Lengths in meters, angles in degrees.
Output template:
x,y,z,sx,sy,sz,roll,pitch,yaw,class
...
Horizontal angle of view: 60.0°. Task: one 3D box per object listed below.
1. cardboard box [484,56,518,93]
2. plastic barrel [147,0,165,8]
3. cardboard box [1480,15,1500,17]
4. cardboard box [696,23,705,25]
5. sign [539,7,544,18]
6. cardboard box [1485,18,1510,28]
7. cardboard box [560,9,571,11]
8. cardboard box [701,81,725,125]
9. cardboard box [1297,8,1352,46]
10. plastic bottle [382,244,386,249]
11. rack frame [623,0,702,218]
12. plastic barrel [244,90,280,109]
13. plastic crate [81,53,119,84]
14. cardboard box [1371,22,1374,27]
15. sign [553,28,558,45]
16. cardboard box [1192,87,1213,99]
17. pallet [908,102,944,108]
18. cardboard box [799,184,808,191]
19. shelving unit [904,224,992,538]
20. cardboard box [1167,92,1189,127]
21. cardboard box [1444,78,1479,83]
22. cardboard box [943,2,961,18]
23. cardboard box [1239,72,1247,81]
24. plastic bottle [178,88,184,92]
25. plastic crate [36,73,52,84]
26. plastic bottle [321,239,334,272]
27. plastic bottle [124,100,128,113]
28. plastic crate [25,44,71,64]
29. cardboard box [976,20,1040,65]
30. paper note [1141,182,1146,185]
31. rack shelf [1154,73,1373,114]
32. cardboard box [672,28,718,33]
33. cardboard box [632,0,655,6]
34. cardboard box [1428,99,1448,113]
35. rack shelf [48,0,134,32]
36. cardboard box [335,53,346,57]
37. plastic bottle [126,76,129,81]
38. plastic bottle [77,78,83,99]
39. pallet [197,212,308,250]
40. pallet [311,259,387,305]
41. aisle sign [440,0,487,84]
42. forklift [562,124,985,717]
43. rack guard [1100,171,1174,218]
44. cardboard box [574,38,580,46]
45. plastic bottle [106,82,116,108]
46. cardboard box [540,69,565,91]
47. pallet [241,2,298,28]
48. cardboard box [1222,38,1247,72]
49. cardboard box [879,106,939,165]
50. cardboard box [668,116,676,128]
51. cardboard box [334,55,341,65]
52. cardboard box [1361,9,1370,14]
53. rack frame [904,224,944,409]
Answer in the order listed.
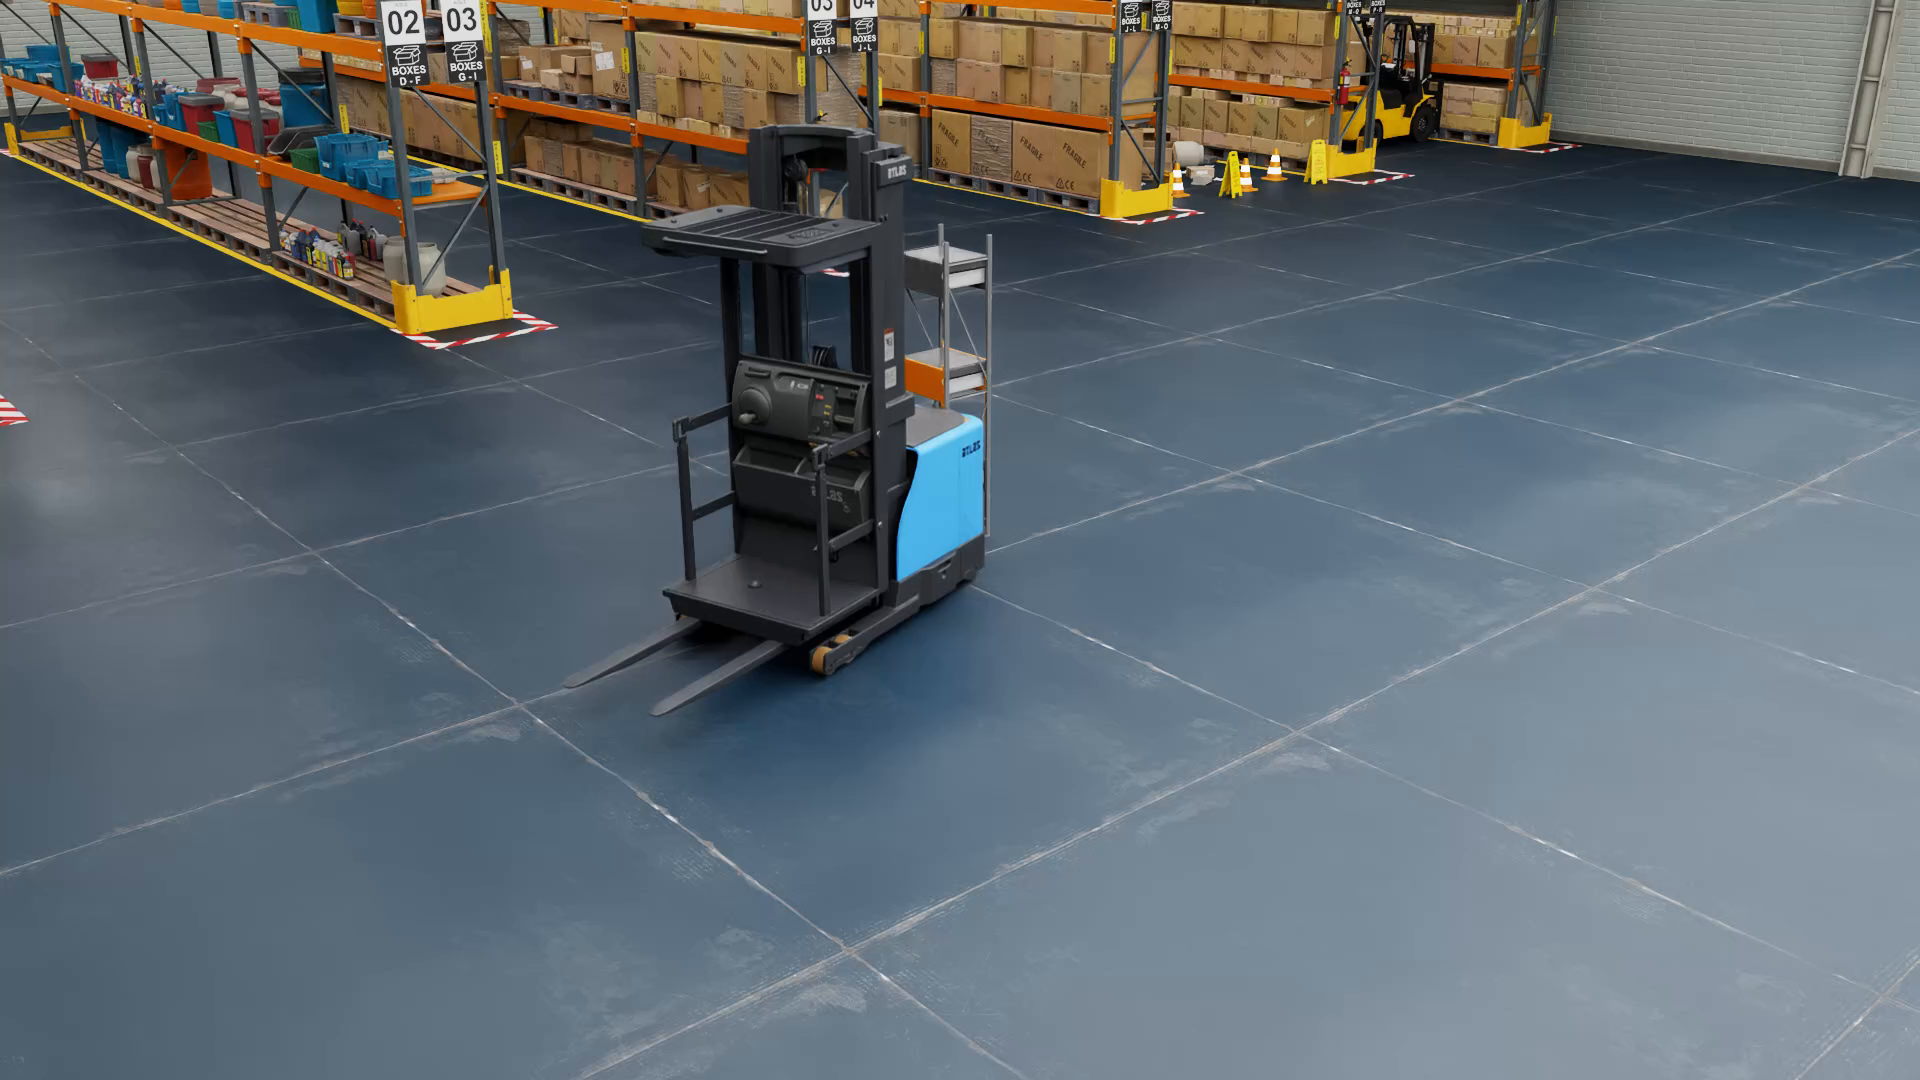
x,y,z,sx,sy,sz,roll,pitch,yaw,class
-7.115,-7.148,25.485,0.500,0.500,0.500,-16,27,-36,cardboard box
-9.985,-7.197,20.946,0.600,0.901,0.600,0,21,0,plastic barrel
9.347,-9.209,29.448,0.380,0.149,0.250,-17,27,-37,cardboard box
-4.639,-9.063,29.462,0.380,0.149,0.250,-16,27,-36,cardboard box
-8.414,-10.661,33.404,0.100,0.325,0.005,-17,27,-37,sign
9.305,-8.953,28.794,0.380,0.149,0.250,-17,27,-37,cardboard box
-7.577,-10.713,32.807,0.500,0.500,0.500,-16,27,-36,cardboard box
-2.750,-5.557,21.013,0.875,0.500,0.500,-17,27,-37,cardboard box
5.626,-7.913,25.659,0.700,0.500,0.500,-18,28,-39,cardboard box
-6.570,-3.319,19.078,0.097,0.201,0.097,0,21,0,plastic bottle
-3.994,-5.919,22.484,1.000,3.000,0.127,-17,27,-37,rack frame
-8.683,-5.323,20.775,0.433,0.535,0.433,0,21,0,plastic barrel
-13.361,-7.315,25.877,0.402,0.464,0.583,-17,27,-37,plastic crate
7.747,-9.437,30.438,0.380,0.149,0.250,-17,27,-36,cardboard box
-6.200,-7.659,25.445,0.100,0.325,0.005,-17,27,-37,sign
4.067,-7.427,27.611,0.380,0.149,0.250,-16,27,-35,cardboard box
-0.347,-8.658,33.300,1.003,0.211,1.213,-17,27,-37,pallet
-2.194,-4.179,20.893,0.500,0.500,0.500,-10,23,-24,cardboard box
-0.108,-1.023,11.218,0.431,2.100,0.503,-17,27,-37,shelving unit
3.694,-7.316,28.215,0.500,0.500,0.500,-16,26,-35,cardboard box
9.065,-8.193,30.111,0.500,0.250,0.500,-18,27,-38,cardboard box
0.026,-10.116,31.691,0.500,0.500,0.500,-17,27,-37,cardboard box
4.735,-7.536,26.955,0.380,0.149,0.250,-17,27,-37,cardboard box
-10.989,-6.249,23.502,0.097,0.271,0.097,0,21,0,plastic bottle
-14.333,-7.265,26.200,0.293,0.136,0.466,-17,27,-37,plastic crate
-7.012,-3.169,18.491,0.144,0.351,0.185,-16,27,-35,plastic bottle
-11.474,-5.998,22.956,0.097,0.201,0.097,0,21,0,plastic bottle
-15.219,-8.052,27.798,0.616,0.435,0.499,-17,27,-37,plastic crate
0.740,-7.229,24.140,0.875,0.550,0.550,-17,27,-37,cardboard box
2.730,-5.410,25.256,0.144,0.017,0.142,-8,23,-19,paper note
4.819,-7.391,27.228,1.077,0.370,4.000,-17,27,-37,rack shelf
-3.492,-6.511,22.079,0.500,0.500,0.500,-17,27,-37,cardboard box
-3.894,-7.061,21.491,0.500,0.250,0.500,-19,28,-39,cardboard box
8.656,-7.843,29.904,0.500,0.250,0.500,-18,28,-39,cardboard box
-11.663,-7.460,23.290,1.077,0.370,4.000,-17,27,-37,rack shelf
-10.704,-8.682,29.335,0.500,0.250,0.500,-18,28,-38,cardboard box
-12.466,-6.861,25.058,0.152,0.276,0.135,-17,27,-37,plastic bottle
-12.965,-6.657,24.526,0.061,0.283,0.133,-17,27,-37,plastic bottle
-9.089,-3.987,21.374,1.003,0.211,1.213,-17,27,-37,pallet
-6.539,-2.909,18.622,1.003,0.211,1.213,-17,27,-37,pallet
-4.866,-4.895,16.305,0.394,0.787,0.004,-17,27,-37,aisle sign
-1.044,-0.783,9.465,1.130,2.935,3.031,13,25,30,forklift
2.456,-4.797,23.045,1.175,0.500,0.348,-17,27,-37,rack guard
-7.435,-9.917,33.034,0.380,0.149,0.250,-16,26,-35,cardboard box
-11.970,-6.290,23.499,0.144,0.351,0.185,-17,27,-37,plastic bottle
-5.685,-6.632,23.934,0.500,0.250,0.500,-18,28,-39,cardboard box
-7.201,-5.873,18.512,1.213,0.211,1.003,-17,27,-37,pallet
4.598,-7.866,26.909,0.500,0.500,0.500,-17,27,-37,cardboard box
-0.644,-6.370,26.144,1.050,0.750,0.750,-18,27,-38,cardboard box
-3.574,-5.470,21.681,0.380,0.149,0.250,-17,27,-37,cardboard box
-10.840,-8.517,29.459,0.380,0.149,0.250,-18,28,-39,cardboard box
7.507,-9.743,30.812,0.380,0.149,0.250,-17,27,-37,cardboard box
-0.267,-1.091,11.390,0.400,2.100,0.015,-17,27,-37,rack frame
